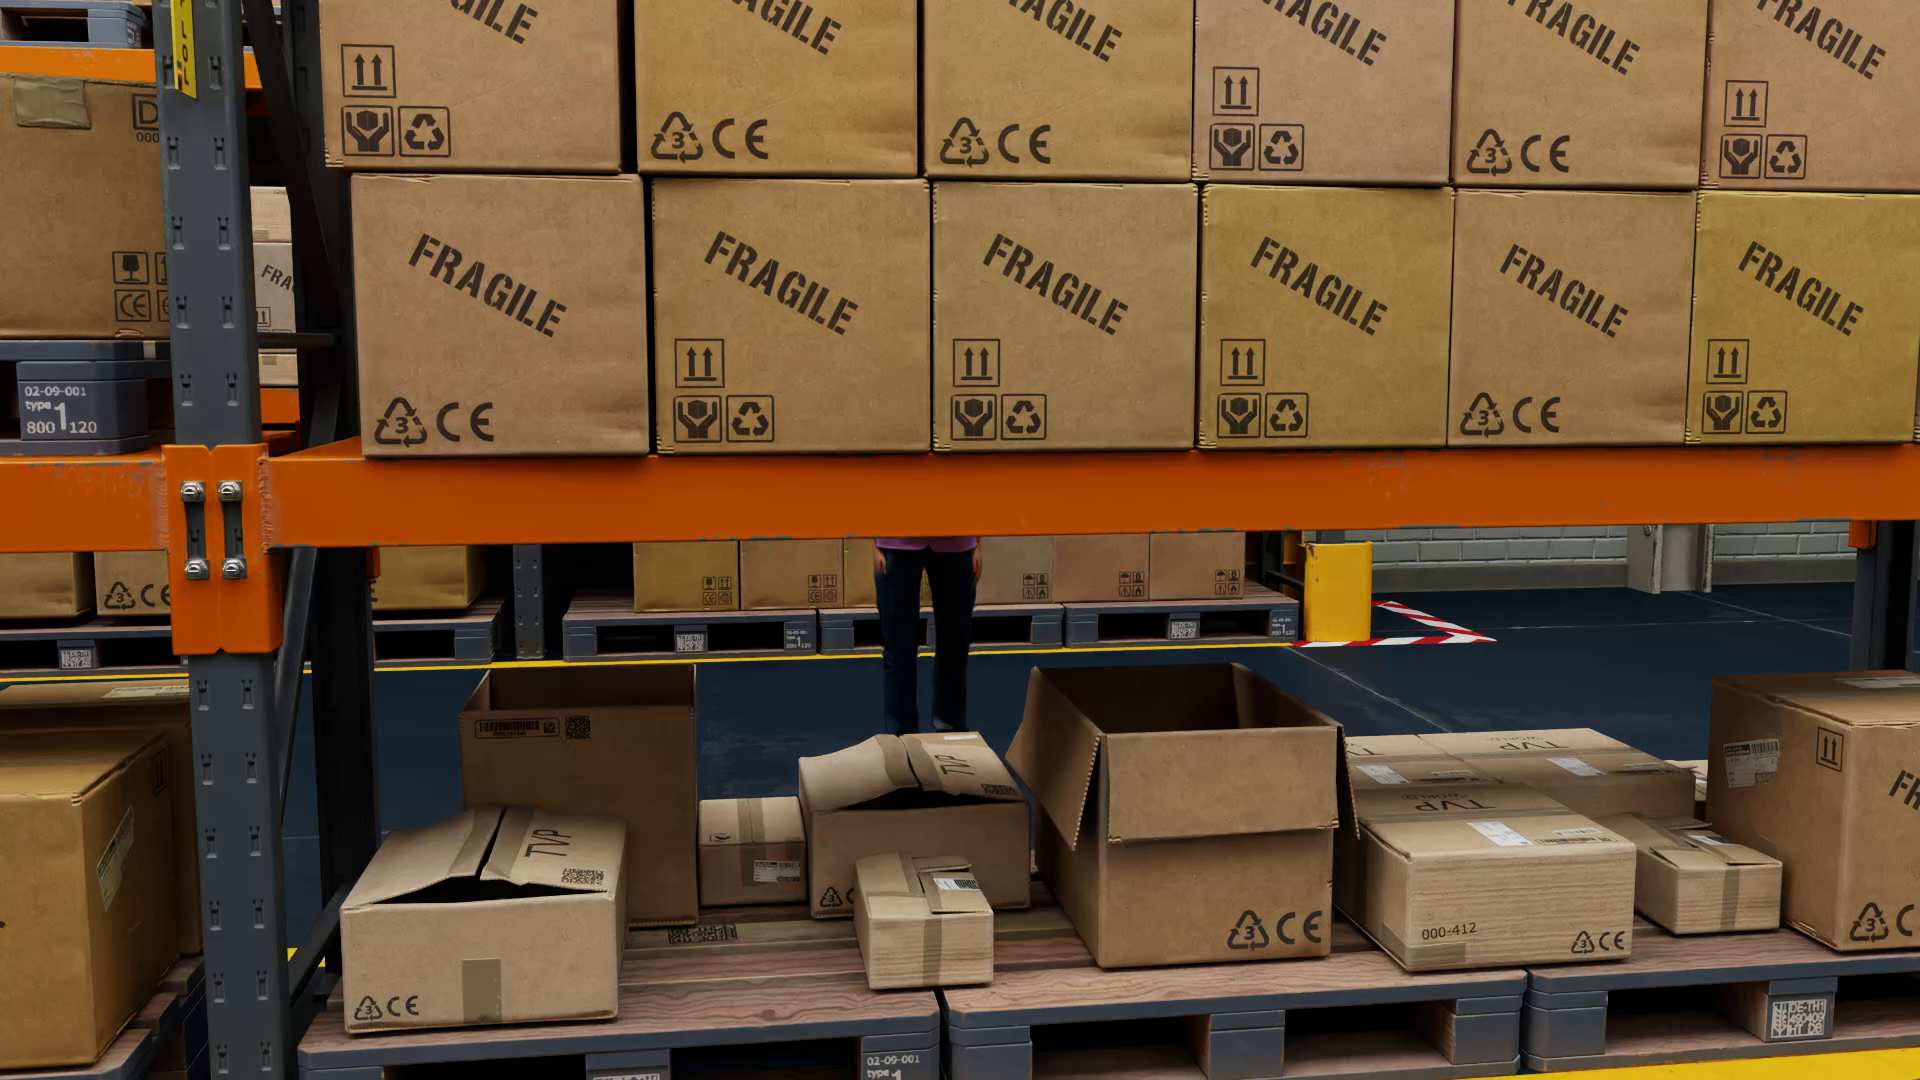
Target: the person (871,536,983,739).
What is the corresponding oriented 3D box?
[{"bbox_3d":[-0.111,0.061,5.669,0.415,1.614,0.429,-1,7,-8],"label":"person"}]
